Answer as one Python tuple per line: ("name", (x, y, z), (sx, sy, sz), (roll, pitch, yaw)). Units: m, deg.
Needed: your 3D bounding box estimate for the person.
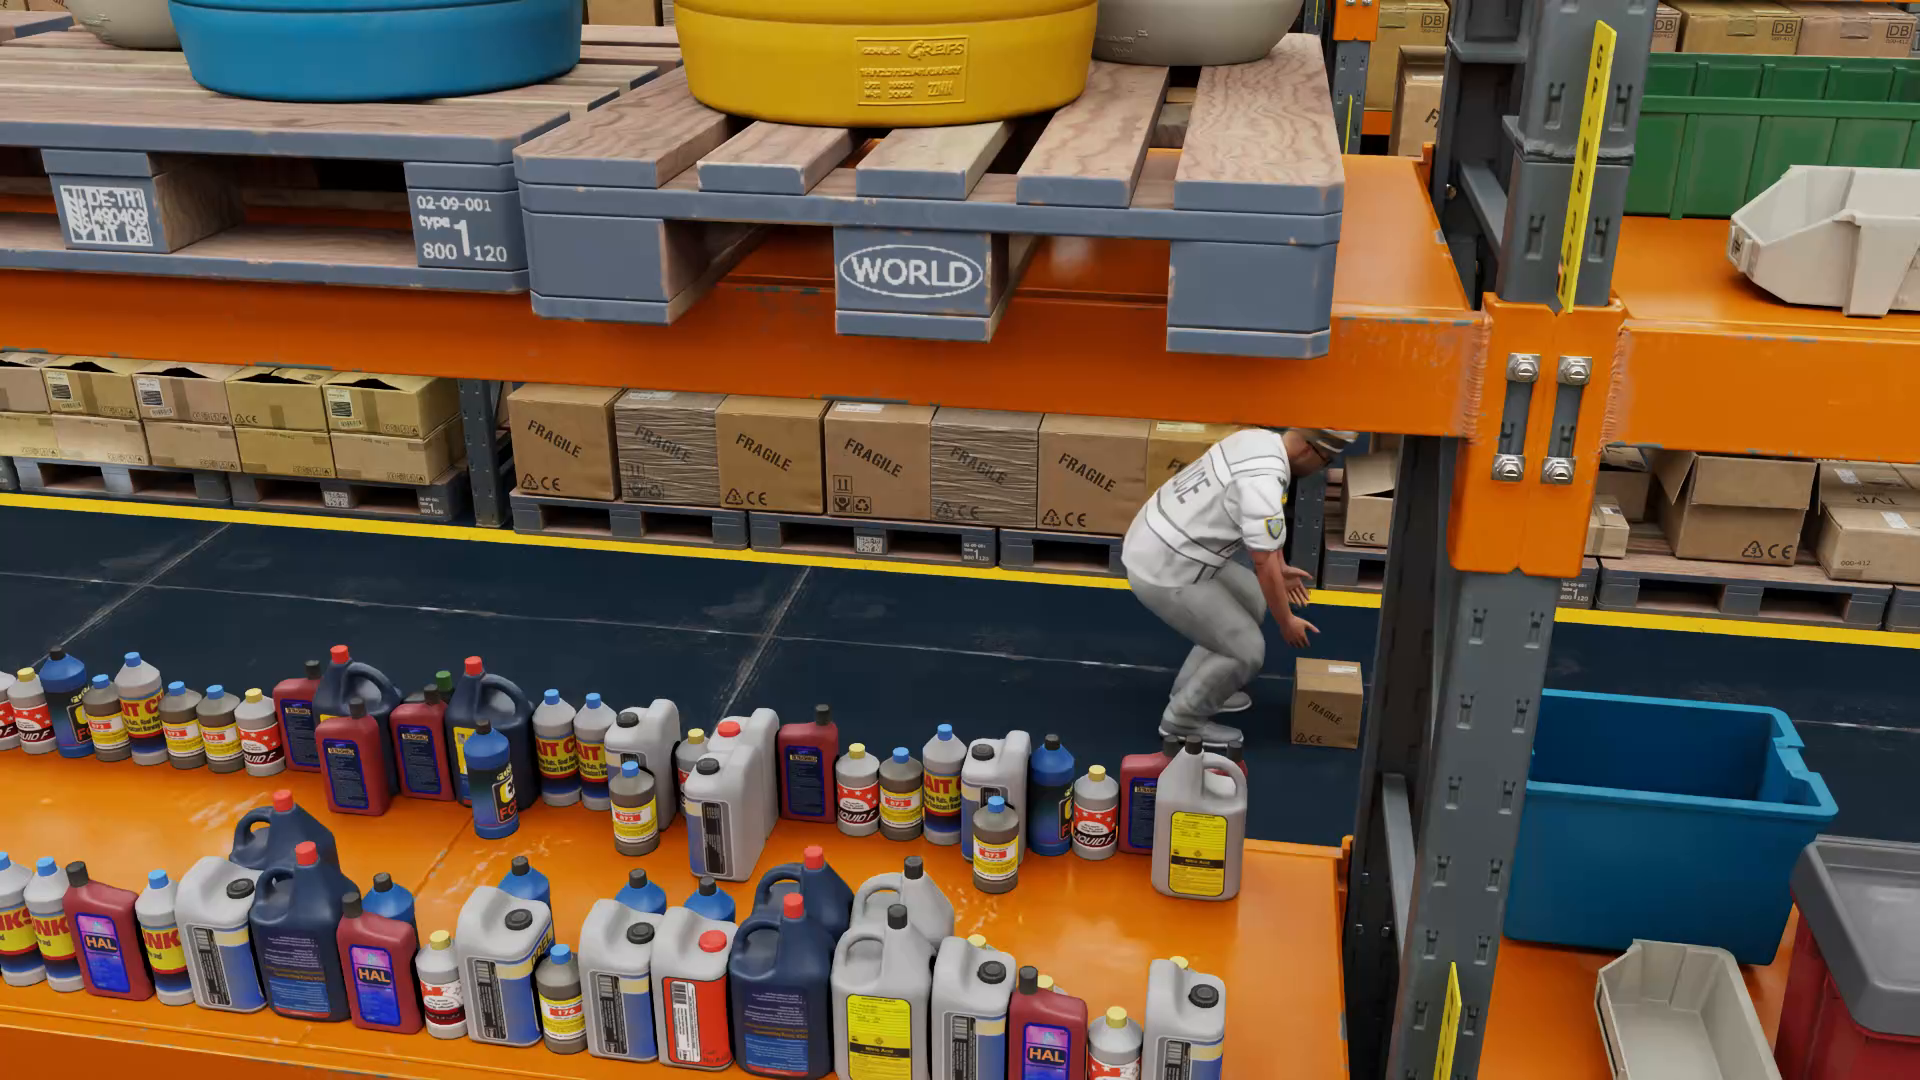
("person", (1.041, 0.102, 6.364), (0.841, 1.351, 0.589), (4, 25, 9))
